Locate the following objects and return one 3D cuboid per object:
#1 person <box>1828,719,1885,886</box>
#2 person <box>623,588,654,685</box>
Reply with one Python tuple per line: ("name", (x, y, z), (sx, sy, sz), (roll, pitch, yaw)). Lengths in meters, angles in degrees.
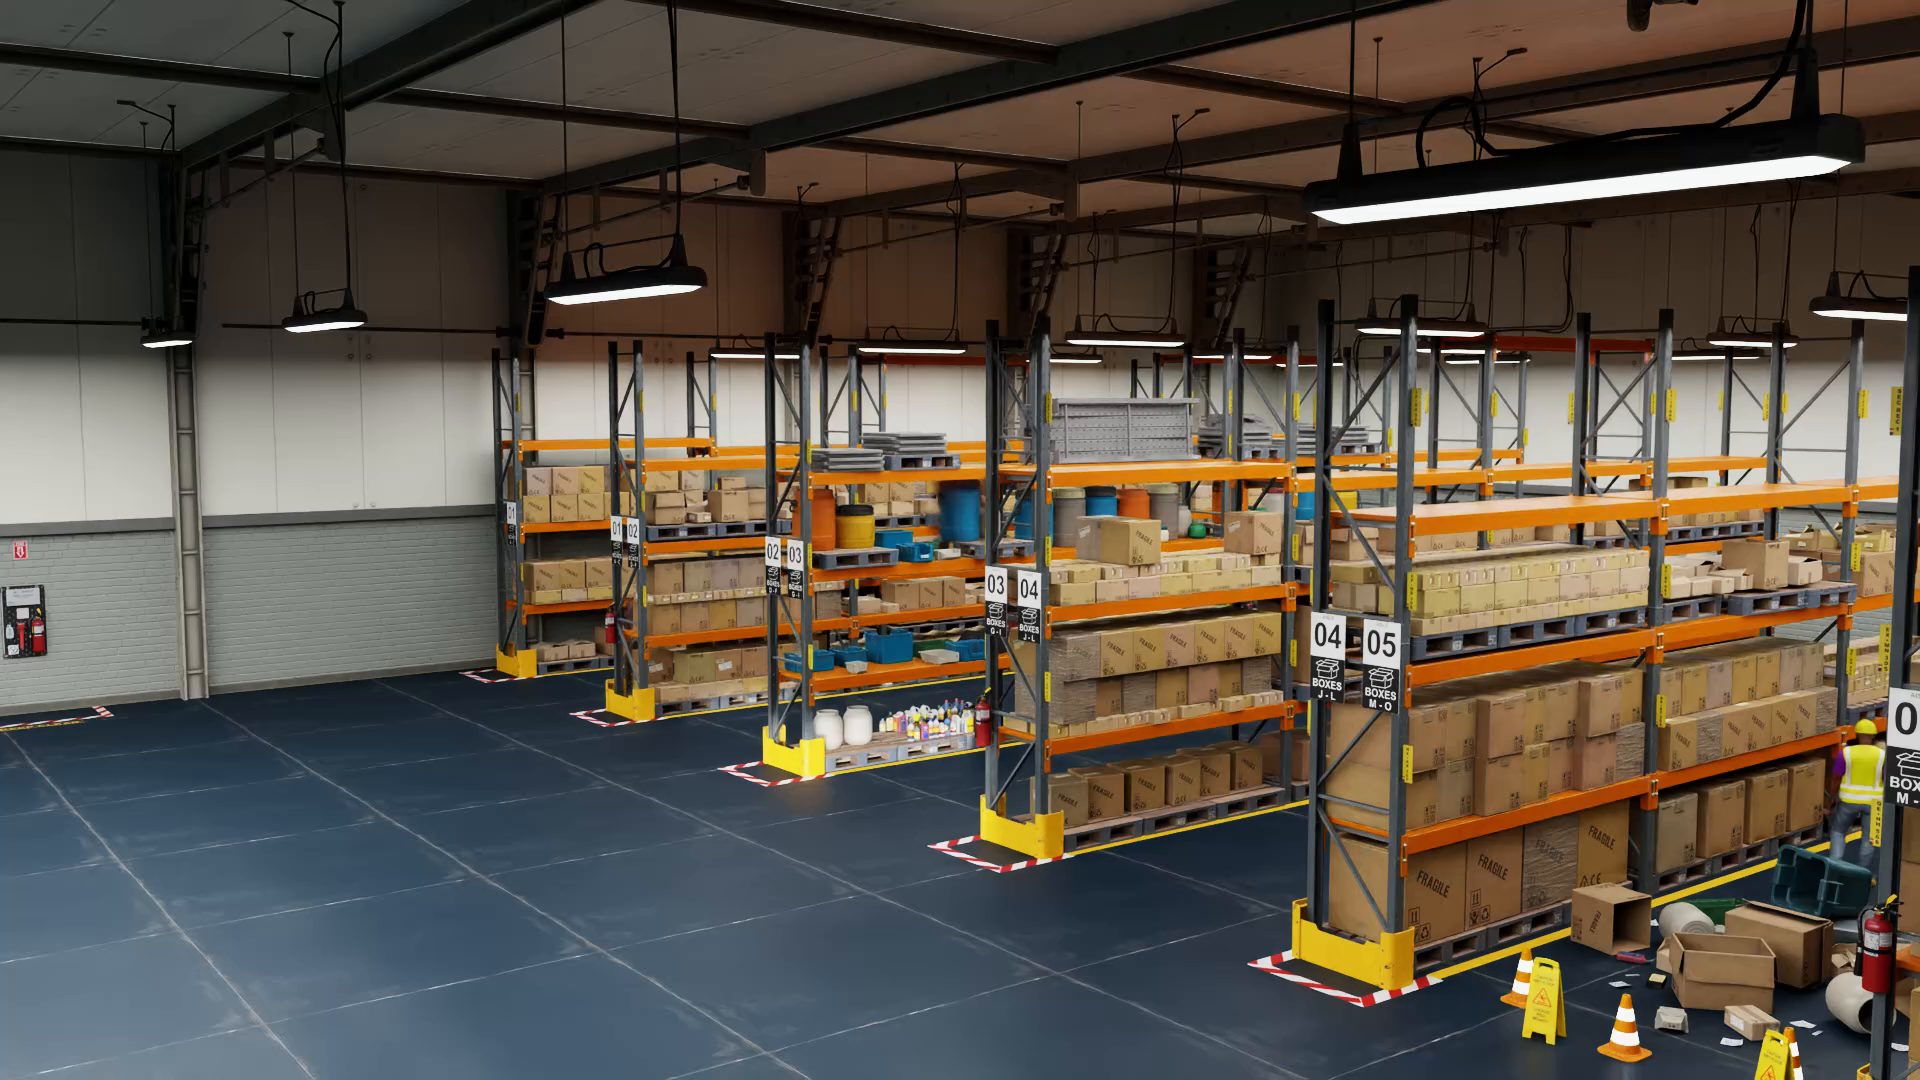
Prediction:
("person", (9.429, 2.755, 17.408), (0.667, 1.764, 0.440), (3, 6, 29))
("person", (-5.679, 1.709, 29.395), (0.672, 1.770, 1.027), (2, 5, 23))
